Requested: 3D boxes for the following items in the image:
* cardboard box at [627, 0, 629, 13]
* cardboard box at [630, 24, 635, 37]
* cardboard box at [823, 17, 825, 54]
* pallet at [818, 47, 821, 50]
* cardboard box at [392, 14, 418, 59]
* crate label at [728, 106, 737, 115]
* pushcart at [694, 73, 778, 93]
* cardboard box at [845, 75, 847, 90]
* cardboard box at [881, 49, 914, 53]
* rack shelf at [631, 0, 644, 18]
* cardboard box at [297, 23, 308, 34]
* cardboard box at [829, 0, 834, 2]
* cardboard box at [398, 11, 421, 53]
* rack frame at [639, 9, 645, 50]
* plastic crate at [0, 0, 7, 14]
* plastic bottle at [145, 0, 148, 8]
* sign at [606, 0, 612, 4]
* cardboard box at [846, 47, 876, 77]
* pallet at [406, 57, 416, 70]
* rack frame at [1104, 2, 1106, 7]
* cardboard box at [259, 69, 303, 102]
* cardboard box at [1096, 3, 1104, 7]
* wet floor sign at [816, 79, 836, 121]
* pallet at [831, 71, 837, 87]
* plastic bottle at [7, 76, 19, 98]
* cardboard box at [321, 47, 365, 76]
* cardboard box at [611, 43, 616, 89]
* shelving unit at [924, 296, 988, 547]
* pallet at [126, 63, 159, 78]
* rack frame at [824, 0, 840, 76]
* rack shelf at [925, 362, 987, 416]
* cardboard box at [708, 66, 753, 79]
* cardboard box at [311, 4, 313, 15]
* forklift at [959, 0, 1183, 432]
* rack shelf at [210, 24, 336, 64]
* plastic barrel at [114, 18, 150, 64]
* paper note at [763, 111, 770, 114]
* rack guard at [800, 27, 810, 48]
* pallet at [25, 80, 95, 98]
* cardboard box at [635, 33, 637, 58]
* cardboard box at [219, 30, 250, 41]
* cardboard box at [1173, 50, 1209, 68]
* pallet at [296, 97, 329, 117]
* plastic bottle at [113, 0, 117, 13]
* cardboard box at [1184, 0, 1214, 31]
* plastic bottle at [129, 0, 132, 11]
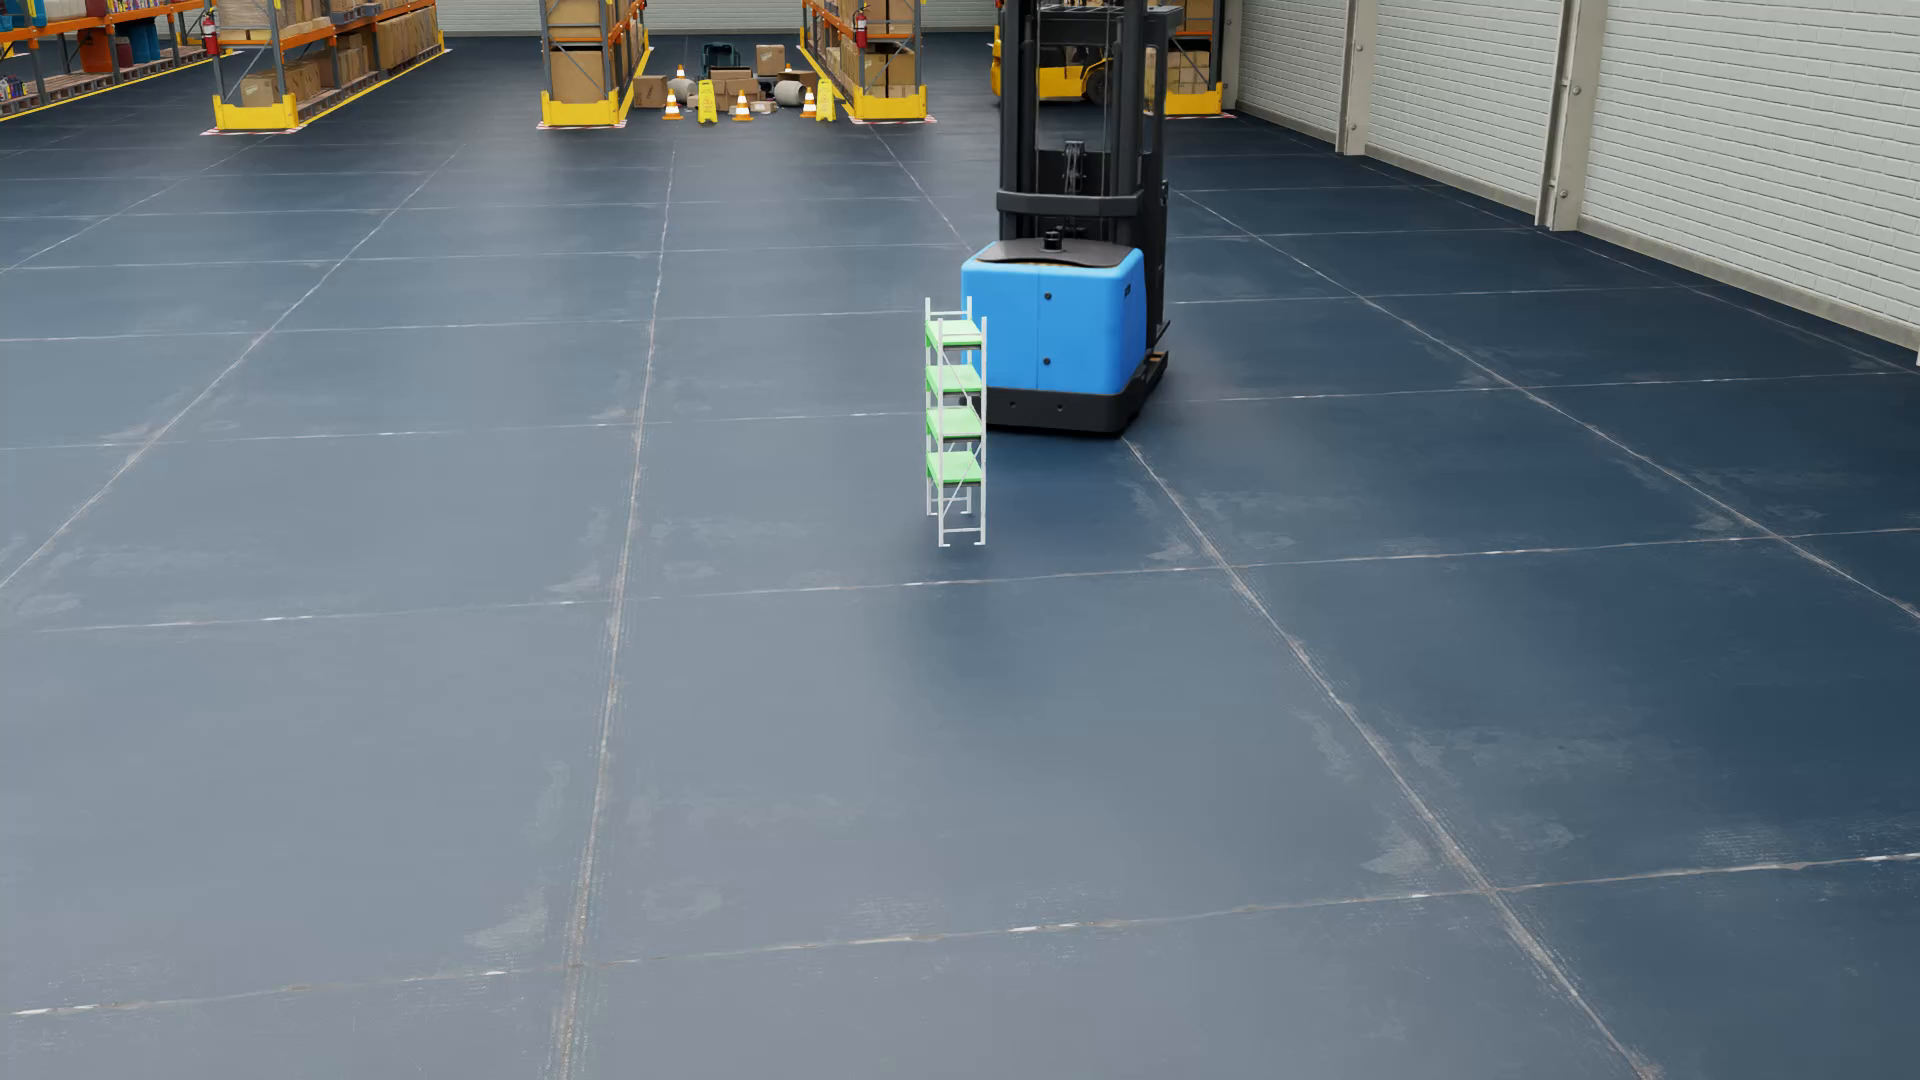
[{"bbox_3d":[-6.841,-10.712,32.966,0.500,0.500,0.500,-3,21,-8],"label":"cardboard box"},{"bbox_3d":[-7.163,-10.783,35.200,0.500,0.250,0.500,-3,21,-7],"label":"cardboard box"},{"bbox_3d":[-2.558,-11.155,36.733,0.875,0.875,0.875,-2,21,-6],"label":"cardboard box"},{"bbox_3d":[-2.897,-11.438,39.038,1.003,0.211,1.213,-3,21,-8],"label":"pallet"},{"bbox_3d":[-12.559,-10.958,36.205,1.225,0.875,0.875,-3,21,-8],"label":"cardboard box"},{"bbox_3d":[-3.697,-7.160,27.692,0.250,0.136,0.298,-15,25,-35],"label":"crate label"},{"bbox_3d":[-3.960,-8.346,30.524,1.648,0.377,0.936,-11,23,-26],"label":"pushcart"},{"bbox_3d":[-1.805,-8.214,29.750,0.500,0.250,0.500,-2,21,-5],"label":"cardboard box"},{"bbox_3d":[-1.061,-8.064,28.279,0.500,0.500,0.500,-4,21,-10],"label":"cardboard box"},{"bbox_3d":[-8.036,-12.548,39.053,1.077,0.370,4.000,-3,21,-8],"label":"rack shelf"},{"bbox_3d":[-10.866,-8.340,27.117,0.380,0.149,0.250,-3,21,-8],"label":"cardboard box"},{"bbox_3d":[-2.404,-10.756,32.987,0.380,0.149,0.250,-3,21,-7],"label":"cardboard box"},{"bbox_3d":[-12.687,-11.411,37.418,0.875,0.875,0.875,-3,21,-8],"label":"cardboard box"},{"bbox_3d":[-8.325,-13.577,40.781,1.000,3.000,0.127,-3,21,-8],"label":"rack frame"},{"bbox_3d":[-16.791,-9.140,28.808,0.402,0.464,0.583,-3,21,-8],"label":"plastic crate"},{"bbox_3d":[-17.070,-11.248,34.722,0.152,0.276,0.135,-3,21,-8],"label":"plastic bottle"},{"bbox_3d":[-5.468,-8.506,25.853,0.100,0.325,0.005,-3,21,-8],"label":"sign"},{"bbox_3d":[-1.731,-8.385,29.136,0.500,0.500,0.500,-2,21,-5],"label":"cardboard box"},{"bbox_3d":[-12.485,-10.407,36.280,1.003,0.211,1.213,-3,21,-8],"label":"pallet"},{"bbox_3d":[3.200,-9.959,31.093,1.000,3.000,0.127,-3,21,-8],"label":"rack frame"},{"bbox_3d":[-11.206,-7.488,27.450,0.500,0.500,0.500,-1,21,-3],"label":"cardboard box"},{"bbox_3d":[2.869,-10.050,31.551,0.500,0.250,0.500,-2,21,-7],"label":"cardboard box"},{"bbox_3d":[-2.166,-7.099,26.802,0.267,0.644,0.232,4,21,11],"label":"wet floor sign"},{"bbox_3d":[-2.004,-9.094,32.762,1.003,0.211,1.213,-3,21,-8],"label":"pallet"},{"bbox_3d":[-16.013,-7.648,28.062,0.144,0.351,0.185,-4,21,-10],"label":"plastic bottle"},{"bbox_3d":[-11.885,-9.205,32.018,0.700,0.500,0.500,-5,21,-12],"label":"cardboard box"},{"bbox_3d":[-6.573,-8.403,29.363,0.875,0.875,0.875,-3,21,-7],"label":"cardboard box"},{"bbox_3d":[-0.024,-0.619,8.660,0.258,1.200,0.503,-3,21,-8],"label":"shelving unit"},{"bbox_3d":[-17.323,-9.728,34.462,1.003,0.211,1.213,-3,21,-8],"label":"pallet"},{"bbox_3d":[-2.288,-11.092,34.127,1.000,3.000,0.127,-3,21,-8],"label":"rack frame"},{"bbox_3d":[-0.024,-0.784,8.598,0.258,0.148,0.480,-3,21,-8],"label":"rack shelf"},{"bbox_3d":[-4.036,-8.020,29.276,0.797,0.637,0.503,-3,21,-8],"label":"cardboard box"},{"bbox_3d":[-11.477,-9.060,28.117,0.875,0.500,0.500,-3,21,-8],"label":"cardboard box"},{"bbox_3d":[0.867,-2.522,11.280,1.130,2.935,3.031,5,21,14],"label":"forklift"},{"bbox_3d":[-11.229,-8.178,27.353,1.077,0.370,4.000,-3,21,-8],"label":"rack shelf"},{"bbox_3d":[-17.408,-10.507,34.959,0.600,0.901,0.708,-3,21,-8],"label":"plastic barrel"},{"bbox_3d":[-3.241,-7.158,27.838,0.148,0.019,0.142,-11,23,-26],"label":"paper note"},{"bbox_3d":[-3.444,-12.699,42.003,1.175,0.500,0.348,-3,21,-8],"label":"rack guard"},{"bbox_3d":[-16.750,-8.344,30.756,1.003,0.211,1.213,-3,21,-8],"label":"pallet"},{"bbox_3d":[-7.319,-10.797,36.309,0.500,0.500,0.500,-3,21,-9],"label":"cardboard box"},{"bbox_3d":[-11.186,-7.793,25.653,0.380,0.149,0.250,-3,21,-8],"label":"cardboard box"},{"bbox_3d":[3.895,-8.127,28.088,0.500,0.250,0.500,-3,21,-9],"label":"cardboard box"},{"bbox_3d":[-11.207,-7.247,27.817,1.003,0.211,1.213,-3,21,-8],"label":"pallet"},{"bbox_3d":[-16.740,-10.570,32.896,0.061,0.283,0.133,-3,21,-8],"label":"plastic bottle"},{"bbox_3d":[3.980,-8.806,27.864,0.500,0.500,0.500,-2,21,-6],"label":"cardboard box"},{"bbox_3d":[-16.894,-10.890,33.769,0.097,0.271,0.097,0,20,0],"label":"plastic bottle"}]
